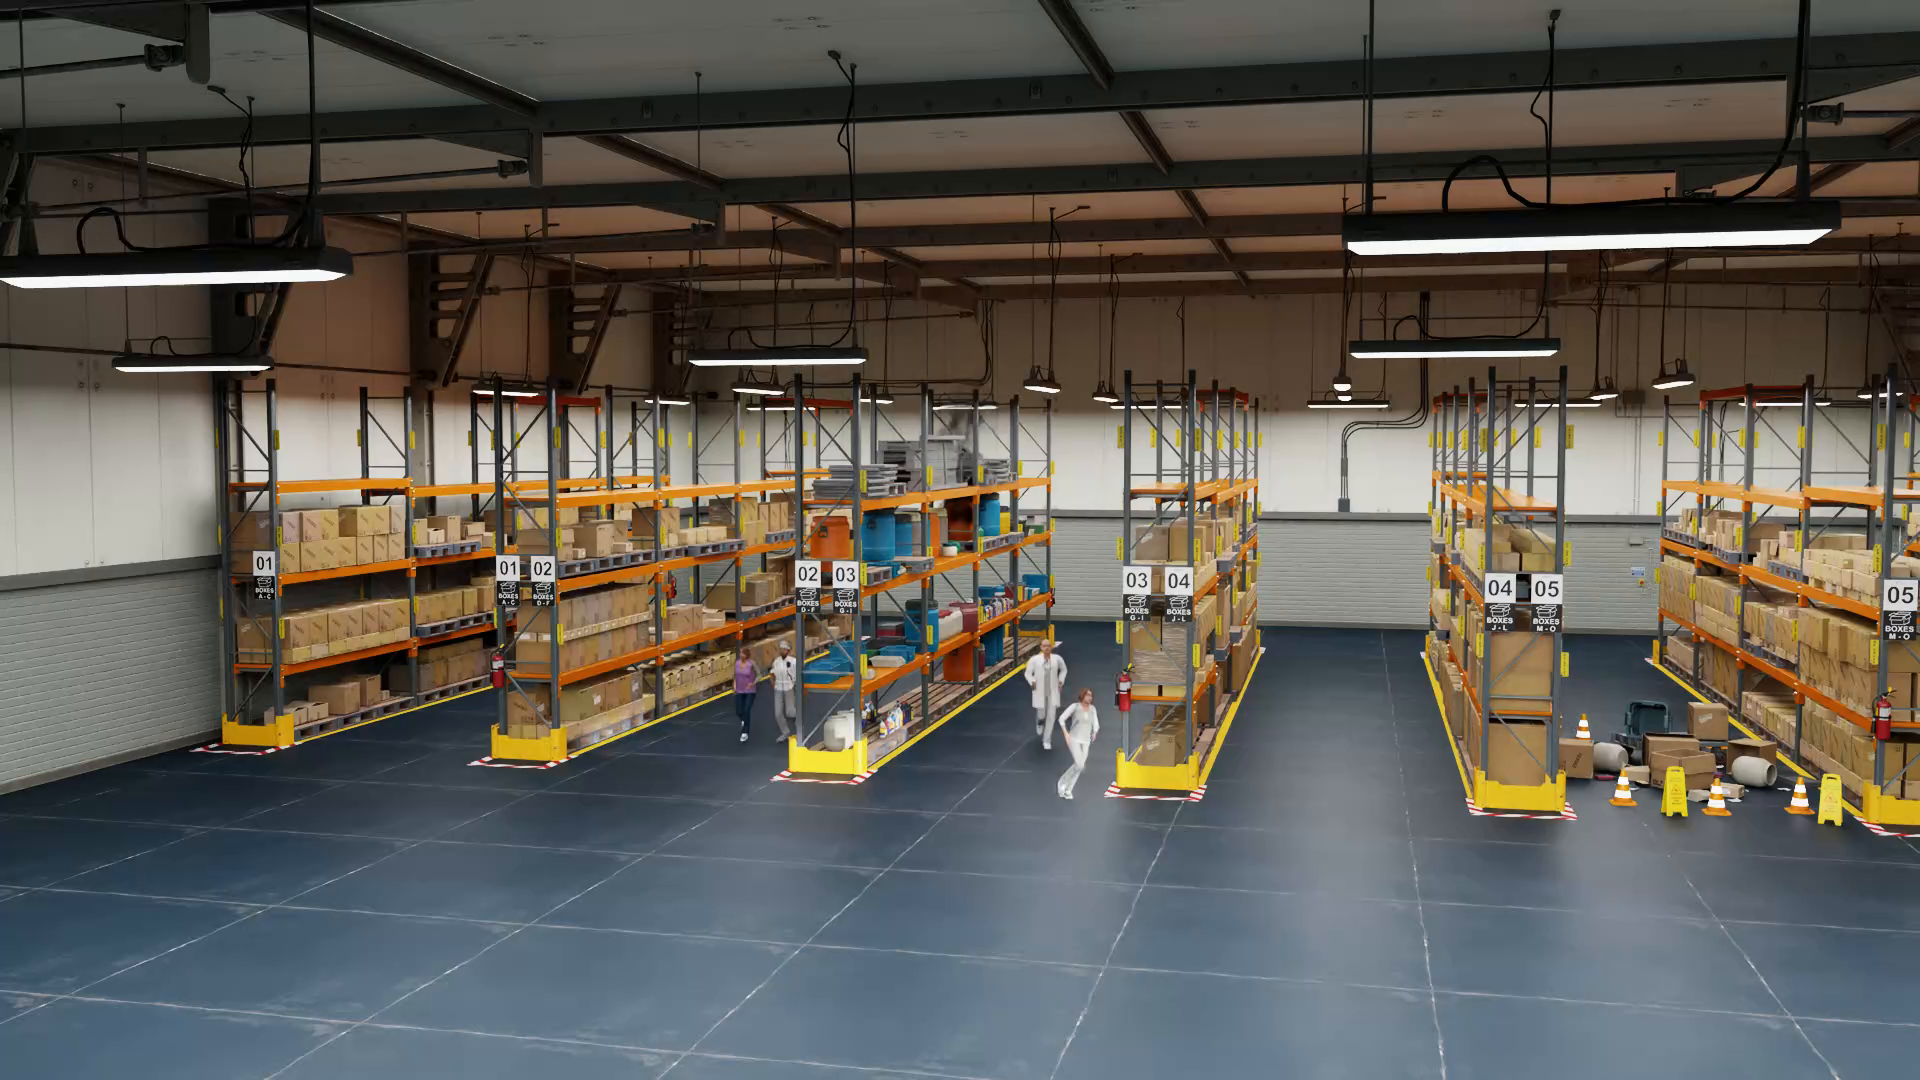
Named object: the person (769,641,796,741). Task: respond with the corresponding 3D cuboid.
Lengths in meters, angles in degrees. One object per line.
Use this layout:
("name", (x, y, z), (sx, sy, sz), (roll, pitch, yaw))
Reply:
("person", (-2.913, 2.512, 27.887), (0.608, 1.665, 0.588), (1, 4, 15))

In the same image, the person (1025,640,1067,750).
("person", (1.418, 2.500, 27.197), (0.709, 1.752, 0.869), (0, 3, -3))

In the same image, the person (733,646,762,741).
("person", (-3.572, 2.561, 27.865), (0.531, 1.571, 0.583), (1, 4, 15))

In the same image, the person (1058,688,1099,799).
("person", (1.684, 2.833, 23.164), (0.583, 1.541, 0.509), (-2, 4, -27))
